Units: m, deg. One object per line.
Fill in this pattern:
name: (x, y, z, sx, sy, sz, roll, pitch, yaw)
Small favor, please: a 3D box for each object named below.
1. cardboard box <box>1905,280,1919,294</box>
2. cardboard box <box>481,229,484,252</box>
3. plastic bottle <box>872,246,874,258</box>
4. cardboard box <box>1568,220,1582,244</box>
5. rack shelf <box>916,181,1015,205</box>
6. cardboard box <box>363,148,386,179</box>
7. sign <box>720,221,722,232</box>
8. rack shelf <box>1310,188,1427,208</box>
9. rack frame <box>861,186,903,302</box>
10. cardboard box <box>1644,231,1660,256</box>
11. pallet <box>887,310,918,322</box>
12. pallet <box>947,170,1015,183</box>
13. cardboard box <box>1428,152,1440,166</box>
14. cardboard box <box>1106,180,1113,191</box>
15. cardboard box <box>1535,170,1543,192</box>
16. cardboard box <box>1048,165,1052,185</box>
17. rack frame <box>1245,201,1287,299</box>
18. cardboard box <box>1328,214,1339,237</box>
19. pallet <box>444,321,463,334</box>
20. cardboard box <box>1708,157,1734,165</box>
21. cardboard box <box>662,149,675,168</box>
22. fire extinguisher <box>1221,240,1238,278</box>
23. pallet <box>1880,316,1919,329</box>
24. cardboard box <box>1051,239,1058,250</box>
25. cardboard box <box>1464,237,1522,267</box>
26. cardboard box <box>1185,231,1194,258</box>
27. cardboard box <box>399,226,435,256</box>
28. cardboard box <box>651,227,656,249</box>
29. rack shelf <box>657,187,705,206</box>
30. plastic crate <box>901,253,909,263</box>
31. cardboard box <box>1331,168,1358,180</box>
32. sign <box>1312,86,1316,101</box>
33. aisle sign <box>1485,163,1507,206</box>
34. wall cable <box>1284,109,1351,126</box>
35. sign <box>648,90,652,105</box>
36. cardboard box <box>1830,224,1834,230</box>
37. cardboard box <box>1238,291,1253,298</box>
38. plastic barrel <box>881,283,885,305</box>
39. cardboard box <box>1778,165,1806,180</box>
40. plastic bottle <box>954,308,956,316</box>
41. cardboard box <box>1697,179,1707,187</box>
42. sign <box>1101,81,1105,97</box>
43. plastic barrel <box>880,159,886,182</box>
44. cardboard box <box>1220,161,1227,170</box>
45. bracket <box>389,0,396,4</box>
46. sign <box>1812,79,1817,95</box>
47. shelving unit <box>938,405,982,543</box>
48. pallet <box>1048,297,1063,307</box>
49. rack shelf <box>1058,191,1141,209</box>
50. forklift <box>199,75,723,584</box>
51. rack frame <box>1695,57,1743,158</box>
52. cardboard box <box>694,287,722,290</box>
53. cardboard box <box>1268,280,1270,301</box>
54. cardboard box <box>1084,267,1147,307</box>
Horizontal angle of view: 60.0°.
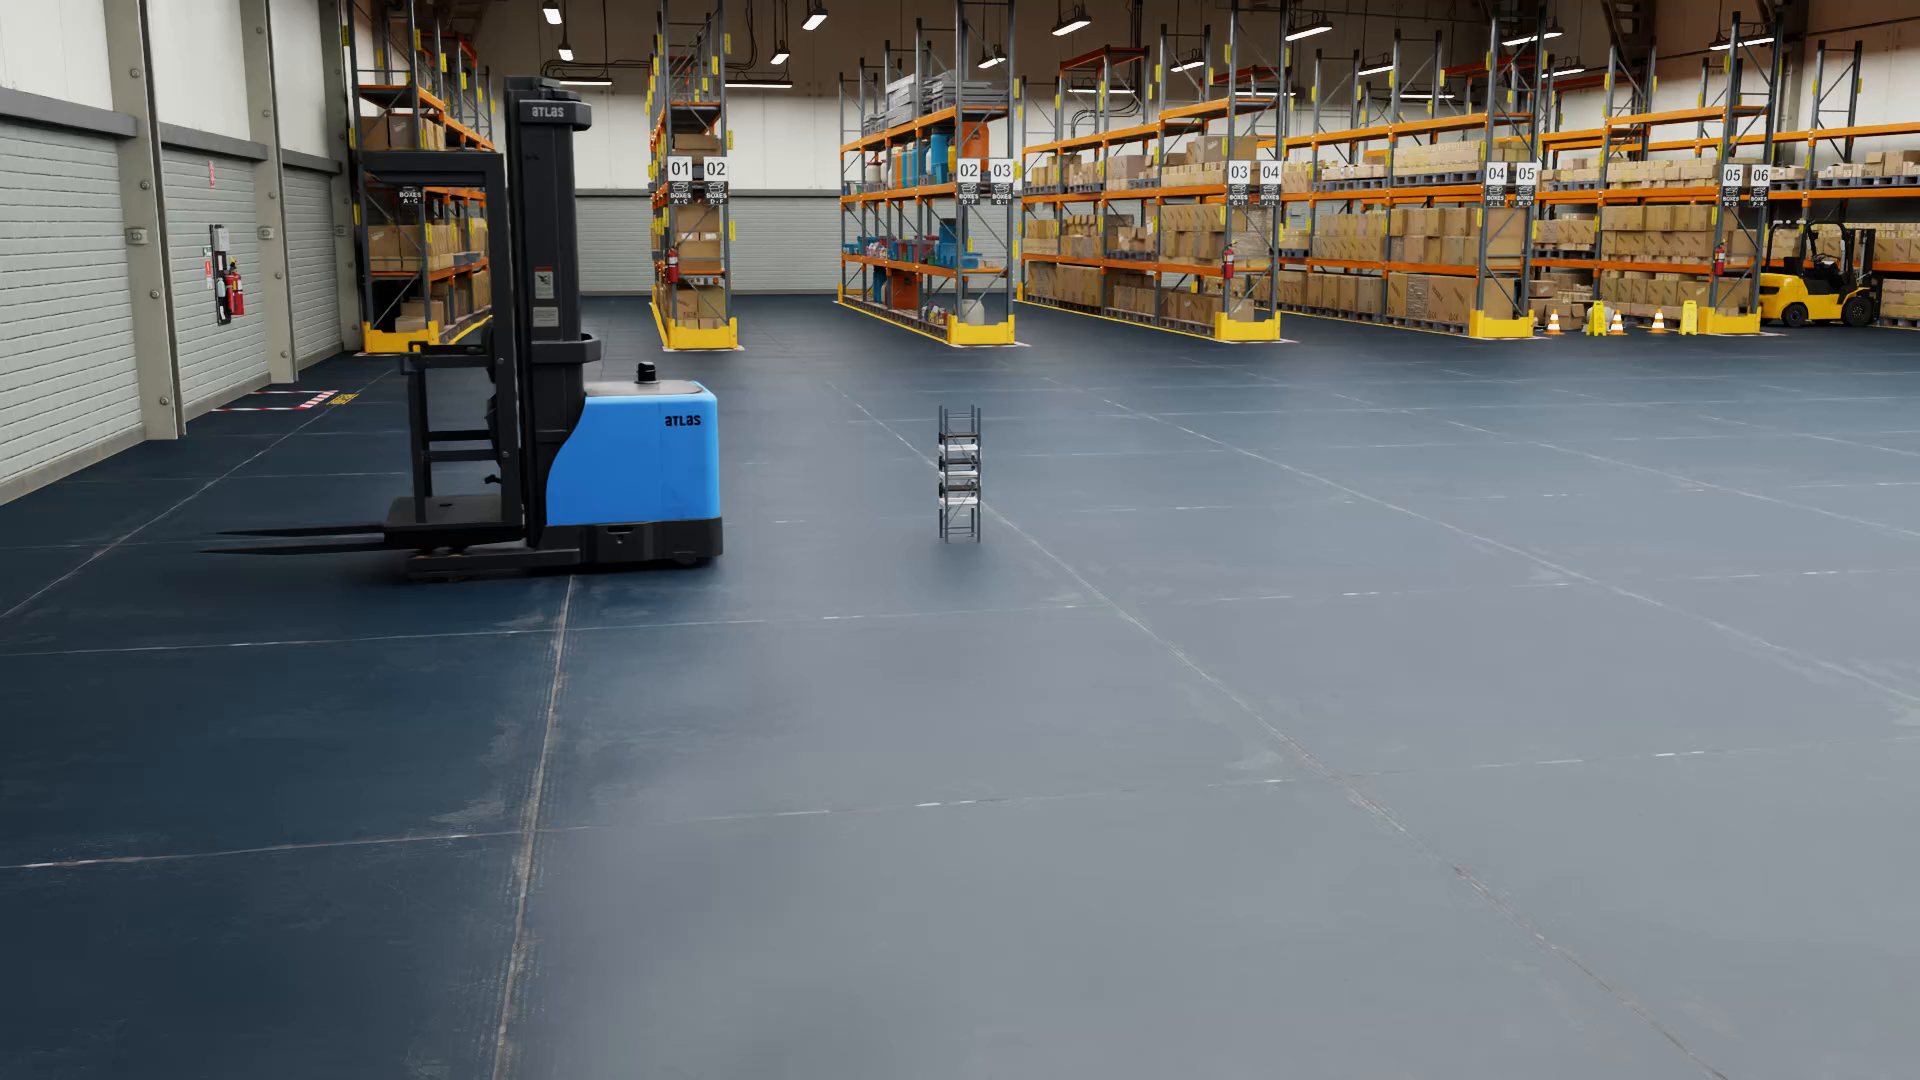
cardboard box: (19.484, -5.107, 33.562, 0.500, 0.250, 0.500, -2, 11, -9)
cardboard box: (-11.174, -6.842, 38.007, 0.500, 0.500, 0.500, -2, 11, -11)
plastic bottle: (-2.005, -6.837, 39.426, 0.152, 0.276, 0.135, -2, 11, -11)
cardboard box: (13.821, -6.808, 36.758, 0.500, 0.500, 0.500, -2, 11, -11)
rack shelf: (0.043, -6.452, 30.976, 1.077, 0.370, 4.000, -2, 11, -11)
cardboard box: (-9.615, -6.205, 27.431, 0.500, 0.500, 0.500, -1, 11, -7)
sign: (-4.661, -6.004, 32.193, 0.100, 0.325, 0.005, -2, 11, -11)
rack shelf: (9.008, -7.528, 36.627, 1.077, 0.370, 4.000, -2, 11, -11)
rack frame: (-1.902, -7.166, 40.825, 1.000, 3.000, 0.127, -2, 11, -11)
cardboard box: (14.369, -6.068, 33.993, 0.500, 0.500, 0.500, -2, 11, -10)
pallet: (-1.011, -4.919, 36.478, 1.003, 0.211, 1.213, -2, 11, -11)
pallet: (0.367, -6.501, 29.815, 1.003, 0.211, 1.213, -2, 11, -11)
cardboard box: (9.515, -7.465, 32.586, 0.500, 0.250, 0.500, -2, 11, -10)
cardboard box: (3.576, -7.917, 37.149, 0.500, 0.250, 0.500, -2, 11, -10)
cardboard box: (13.630, -8.322, 38.605, 0.700, 0.500, 0.500, -2, 11, -11)
cardboard box: (2.645, -9.365, 42.695, 0.700, 0.500, 0.500, -2, 11, -8)
rack frame: (7.841, -7.508, 42.622, 1.000, 3.000, 0.127, -2, 11, -11)
cardboard box: (8.797, -7.139, 37.743, 0.700, 0.500, 0.500, -2, 11, -12)
pallet: (-10.217, -4.112, 32.234, 1.003, 0.211, 1.213, -2, 11, -11)
cardboard box: (14.656, -7.299, 32.040, 0.380, 0.149, 0.250, -2, 11, -10)
cardboard box: (-5.018, -6.794, 29.590, 0.500, 0.311, 0.500, -1, 11, -4)
fire extinguisher: (4.861, -5.070, 30.017, 0.296, 0.674, 0.183, -2, 11, -11)
pallet: (19.690, -4.456, 34.043, 1.003, 0.211, 1.213, -2, 11, -11)
cardboard box: (2.613, -7.490, 42.133, 0.500, 0.250, 0.500, -2, 11, -12)
cardboard box: (10.059, -5.447, 31.393, 0.875, 0.550, 0.550, -2, 11, -11)
cardboard box: (4.855, -5.715, 32.139, 0.875, 0.500, 0.500, -2, 11, -11)
cardboard box: (-9.084, -5.008, 27.828, 0.500, 0.500, 0.500, -2, 11, -11)
cardboard box: (-6.889, -7.147, 39.334, 0.700, 0.500, 0.500, -6, 12, -30)
rack shelf: (-5.594, -7.007, 33.887, 1.077, 0.370, 4.000, -2, 11, -11)
plastic crate: (-0.961, -5.904, 34.760, 0.450, 0.188, 0.662, -2, 11, -11)
cardboard box: (8.642, -8.197, 37.230, 0.500, 0.250, 0.500, -2, 11, -9)
sign: (8.089, -10.198, 37.999, 0.100, 0.325, 0.005, -2, 11, -11)
aisle sign: (9.895, -6.560, 30.690, 0.394, 0.787, 0.004, -2, 11, -11)
wall cable: (11.255, -12.447, 52.527, 2.355, 3.000, 0.029, -2, 11, -11)
sign: (-7.297, -10.415, 39.141, 0.100, 0.325, 0.005, -2, 11, -11)
cardboard box: (19.070, -6.774, 35.968, 0.380, 0.149, 0.250, -2, 11, -12)
cardboard box: (7.431, -6.374, 43.162, 0.380, 0.149, 0.250, -2, 11, -10)
plastic barrel: (-1.653, -5.813, 39.247, 0.421, 0.512, 0.421, 0, 11, 0)
cardboard box: (18.722, -8.230, 37.238, 0.500, 0.311, 0.500, -2, 11, -13)
plastic bottle: (-0.041, -4.424, 32.527, 0.152, 0.276, 0.135, -2, 11, -11)
cardboard box: (14.587, -6.956, 32.368, 0.380, 0.149, 0.250, -2, 11, -11)
sign: (3.191, -10.076, 37.144, 0.100, 0.325, 0.005, -2, 11, -11)
plastic barrel: (-1.616, -8.499, 38.318, 0.433, 0.535, 0.433, 0, 11, 0)
cardboard box: (4.930, -6.781, 30.112, 0.380, 0.149, 0.250, -2, 11, -11)
bracket: (-10.504, -9.979, 29.931, 0.076, 0.066, 4.783, -2, 11, -11)
sign: (18.572, -9.844, 36.137, 0.100, 0.325, 0.005, -2, 11, -11)
shelving unit: (-0.002, -0.444, 11.120, 0.258, 0.900, 0.210, -2, 11, -11)
pallet: (2.885, -6.119, 42.780, 1.003, 0.211, 1.213, -2, 11, -11)
rack shelf: (3.346, -8.100, 39.631, 1.077, 0.370, 4.000, -2, 11, -11)
forklift: (-3.052, -1.290, 10.137, 3.031, 2.935, 1.130, -3, 11, -15)
rack frame: (18.323, -10.101, 40.202, 1.000, 3.000, 0.127, -2, 11, -11)
cardboard box: (-4.522, -4.299, 29.987, 0.500, 0.500, 0.500, -2, 11, -11)
cardboard box: (7.945, -6.149, 41.042, 0.500, 0.500, 0.500, -2, 11, -10)
cardboard box: (3.621, -5.903, 38.745, 1.225, 0.875, 0.875, -3, 11, -14)
